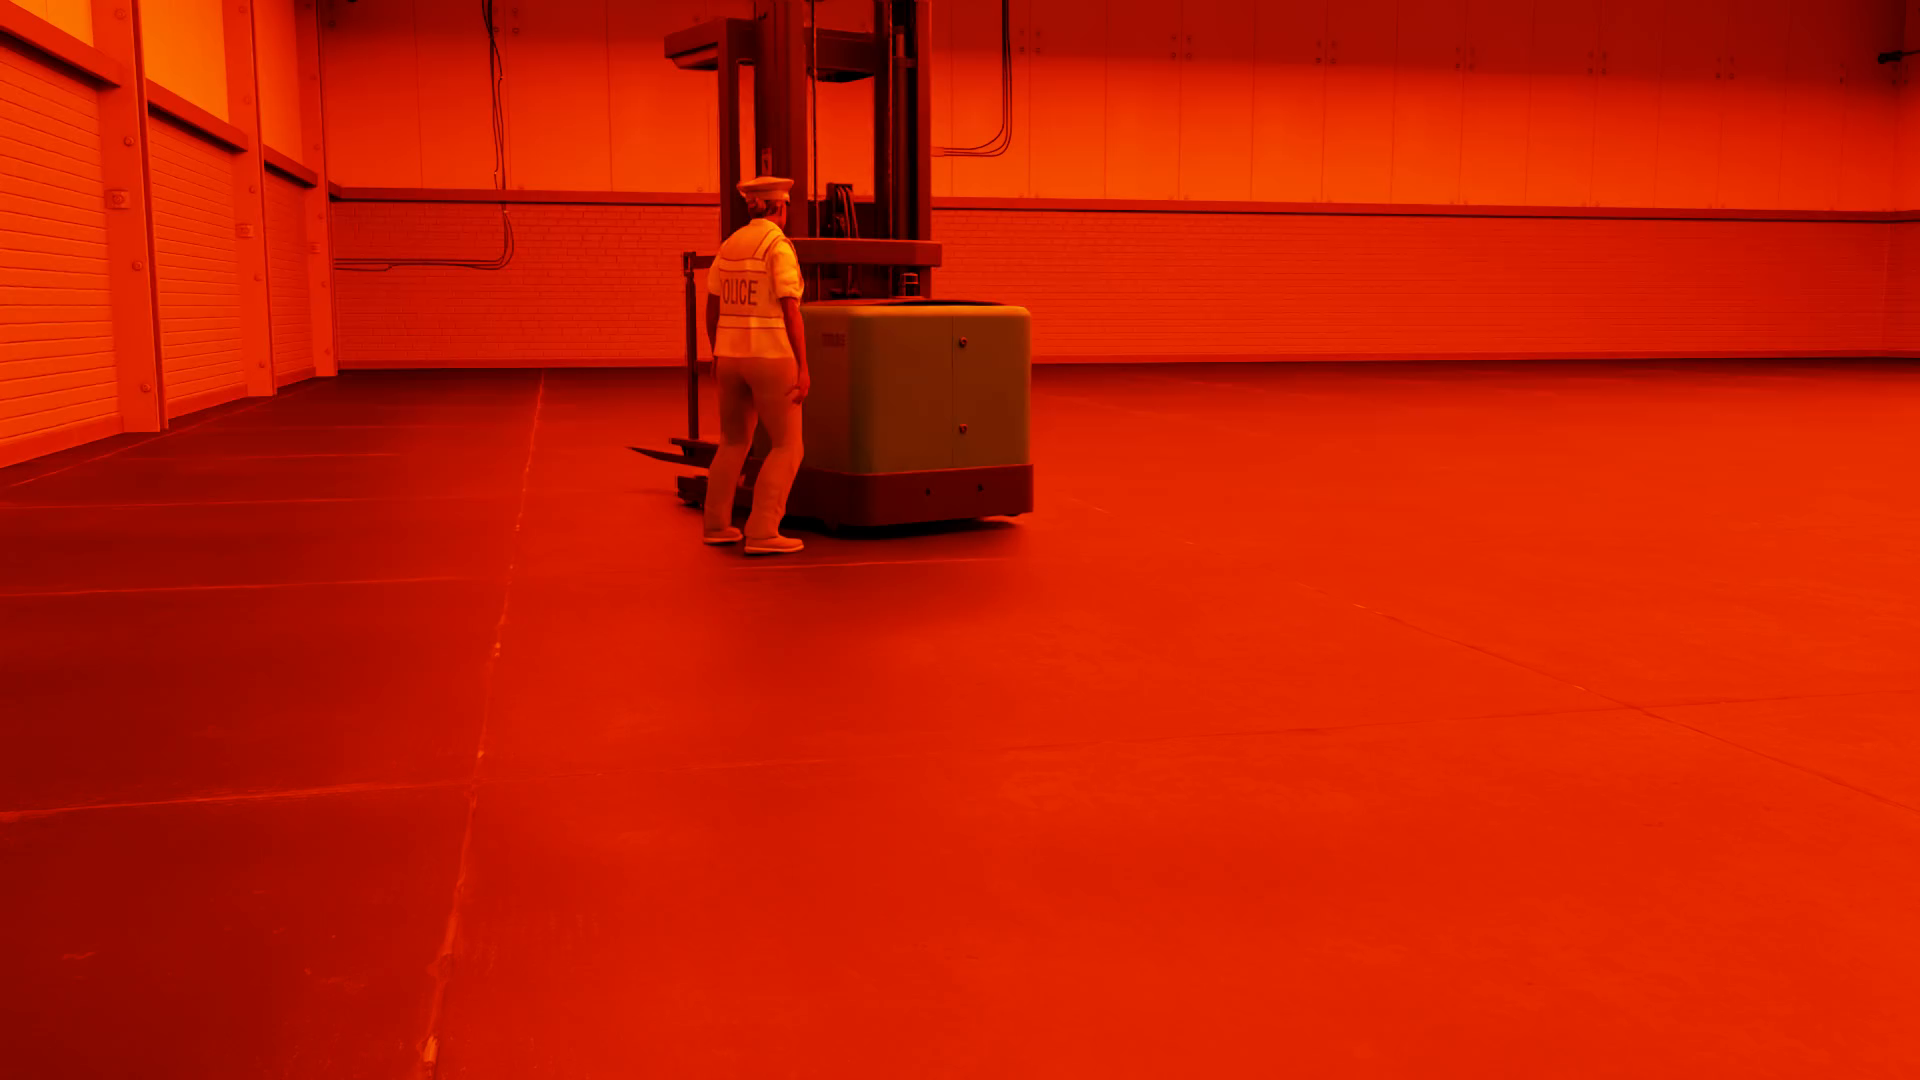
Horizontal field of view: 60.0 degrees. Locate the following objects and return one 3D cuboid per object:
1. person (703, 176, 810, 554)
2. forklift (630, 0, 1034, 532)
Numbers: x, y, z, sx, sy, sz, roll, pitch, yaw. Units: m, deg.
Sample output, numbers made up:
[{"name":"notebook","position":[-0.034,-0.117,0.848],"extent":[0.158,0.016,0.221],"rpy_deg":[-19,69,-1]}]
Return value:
[{"name":"person","position":[-0.893,-0.766,7.311],"extent":[0.741,1.635,0.367],"rpy_deg":[7,10,39]},{"name":"forklift","position":[-0.885,-1.650,8.923],"extent":[1.130,2.935,3.031],"rpy_deg":[-5,10,-34]}]
